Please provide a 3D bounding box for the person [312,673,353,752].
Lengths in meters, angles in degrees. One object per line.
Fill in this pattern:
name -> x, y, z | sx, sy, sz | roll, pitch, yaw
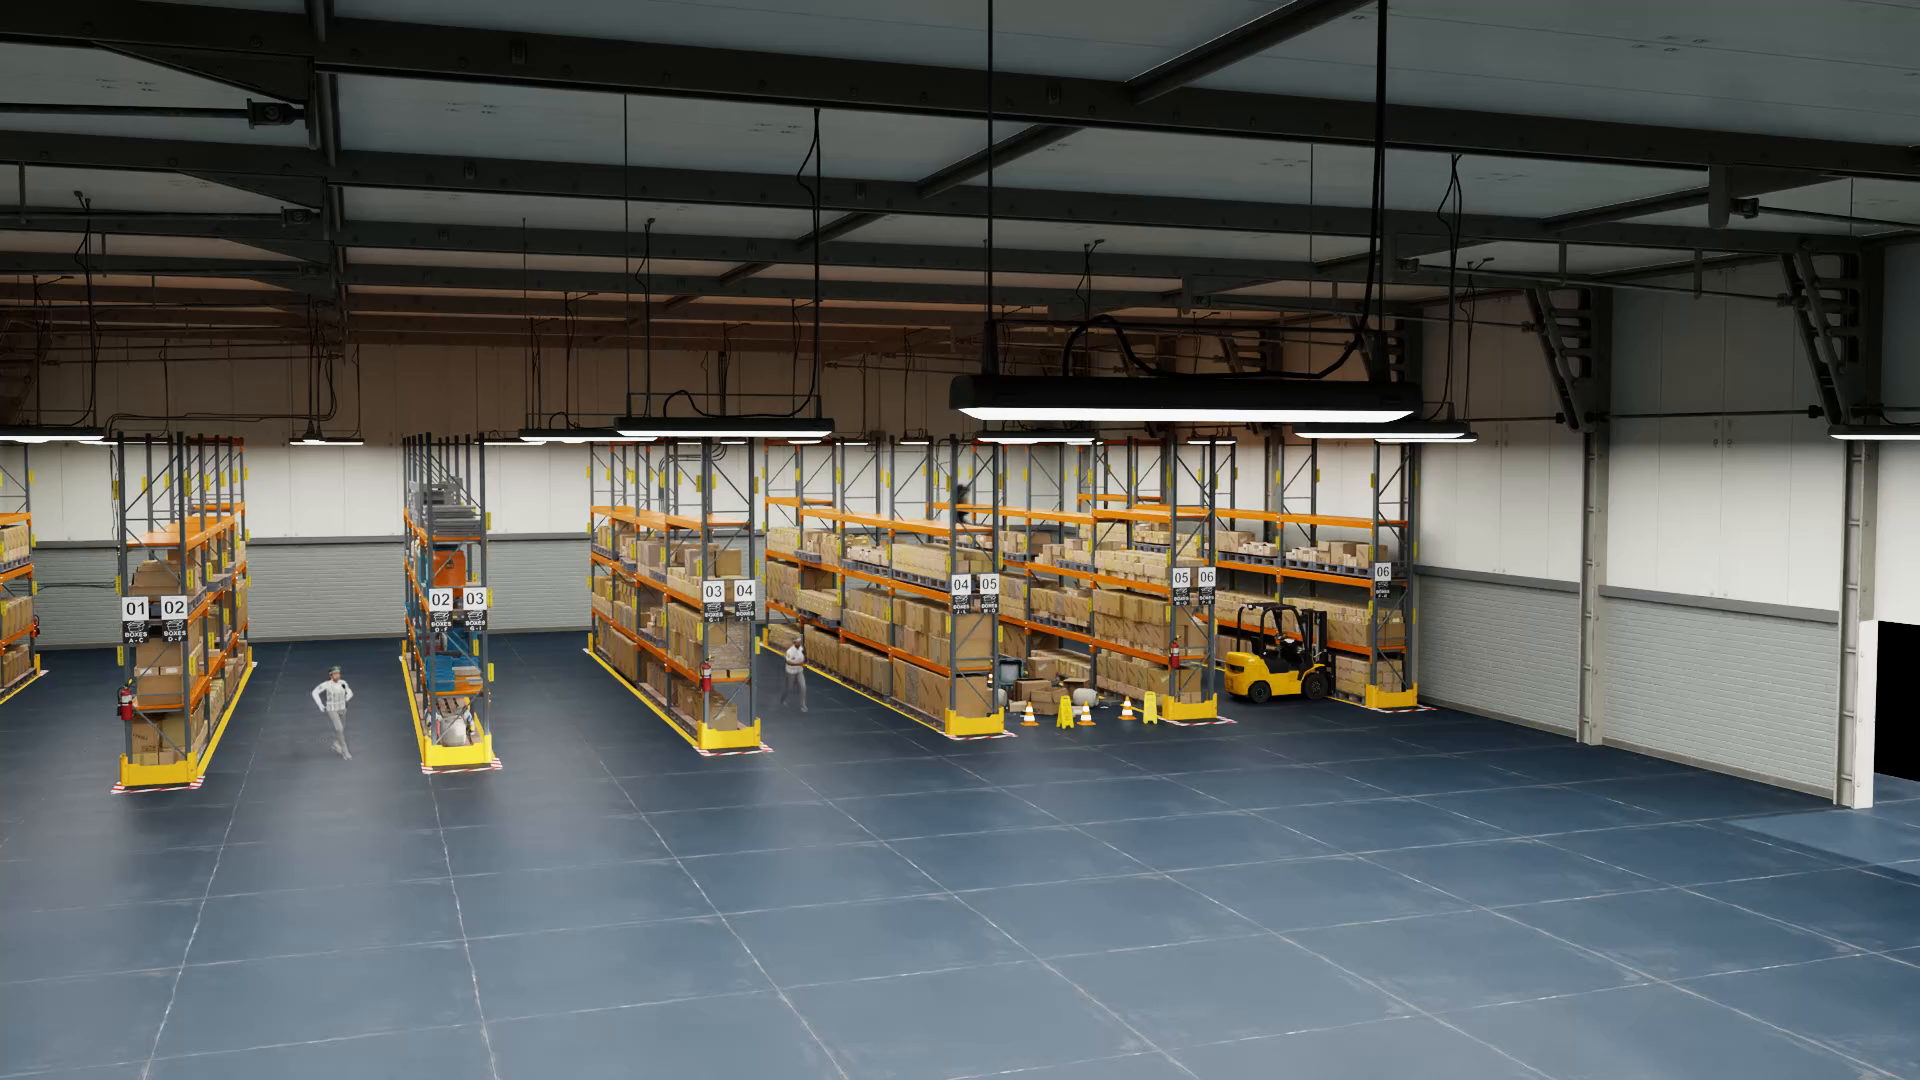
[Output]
person -> -11.573, 3.126, 30.726 | 0.638, 1.547, 0.699 | 3, 4, 42

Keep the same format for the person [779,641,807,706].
person -> -3.514, 2.854, 36.061 | 0.589, 1.535, 0.647 | -3, 4, -43
